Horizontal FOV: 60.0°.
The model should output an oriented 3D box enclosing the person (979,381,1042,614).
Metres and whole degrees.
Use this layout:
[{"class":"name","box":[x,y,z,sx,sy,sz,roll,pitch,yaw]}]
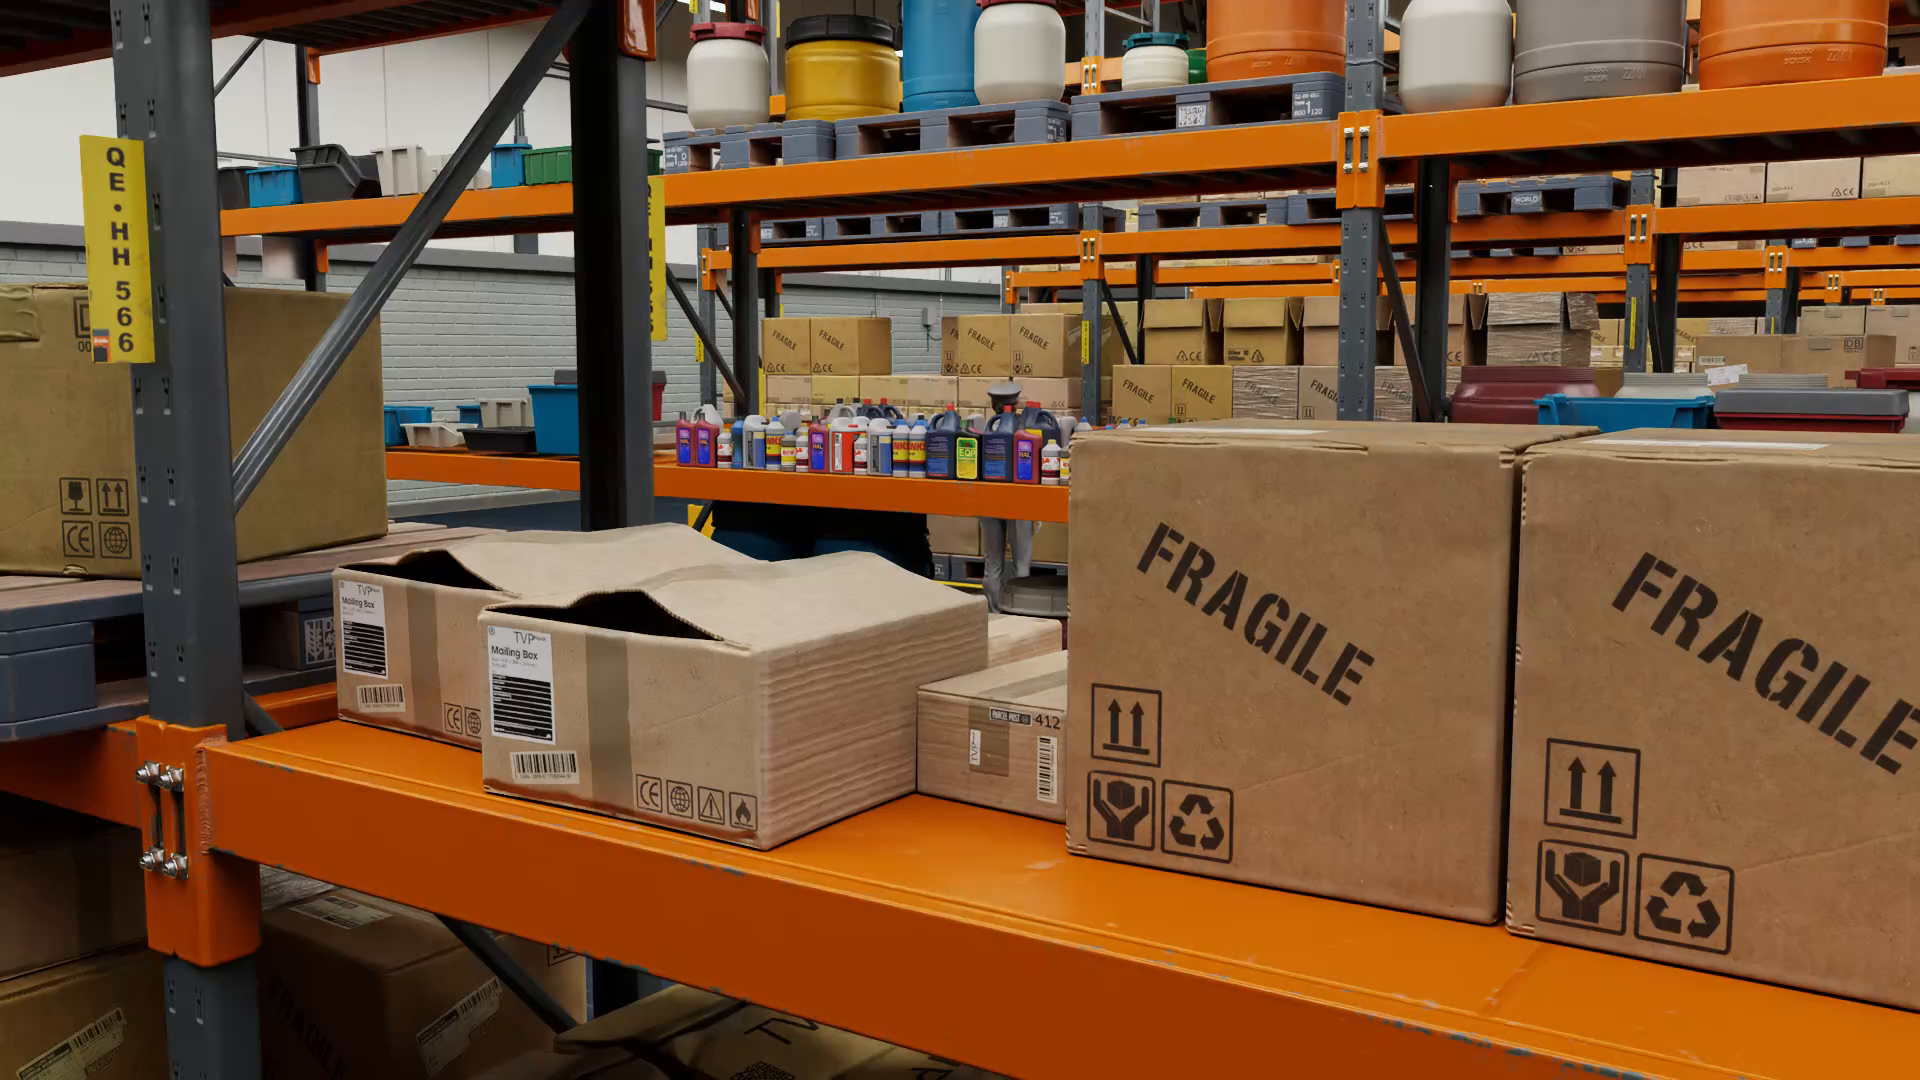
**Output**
[{"class":"person","box":[0.314,-0.196,11.029,0.490,1.709,0.384,3,7,28]}]
